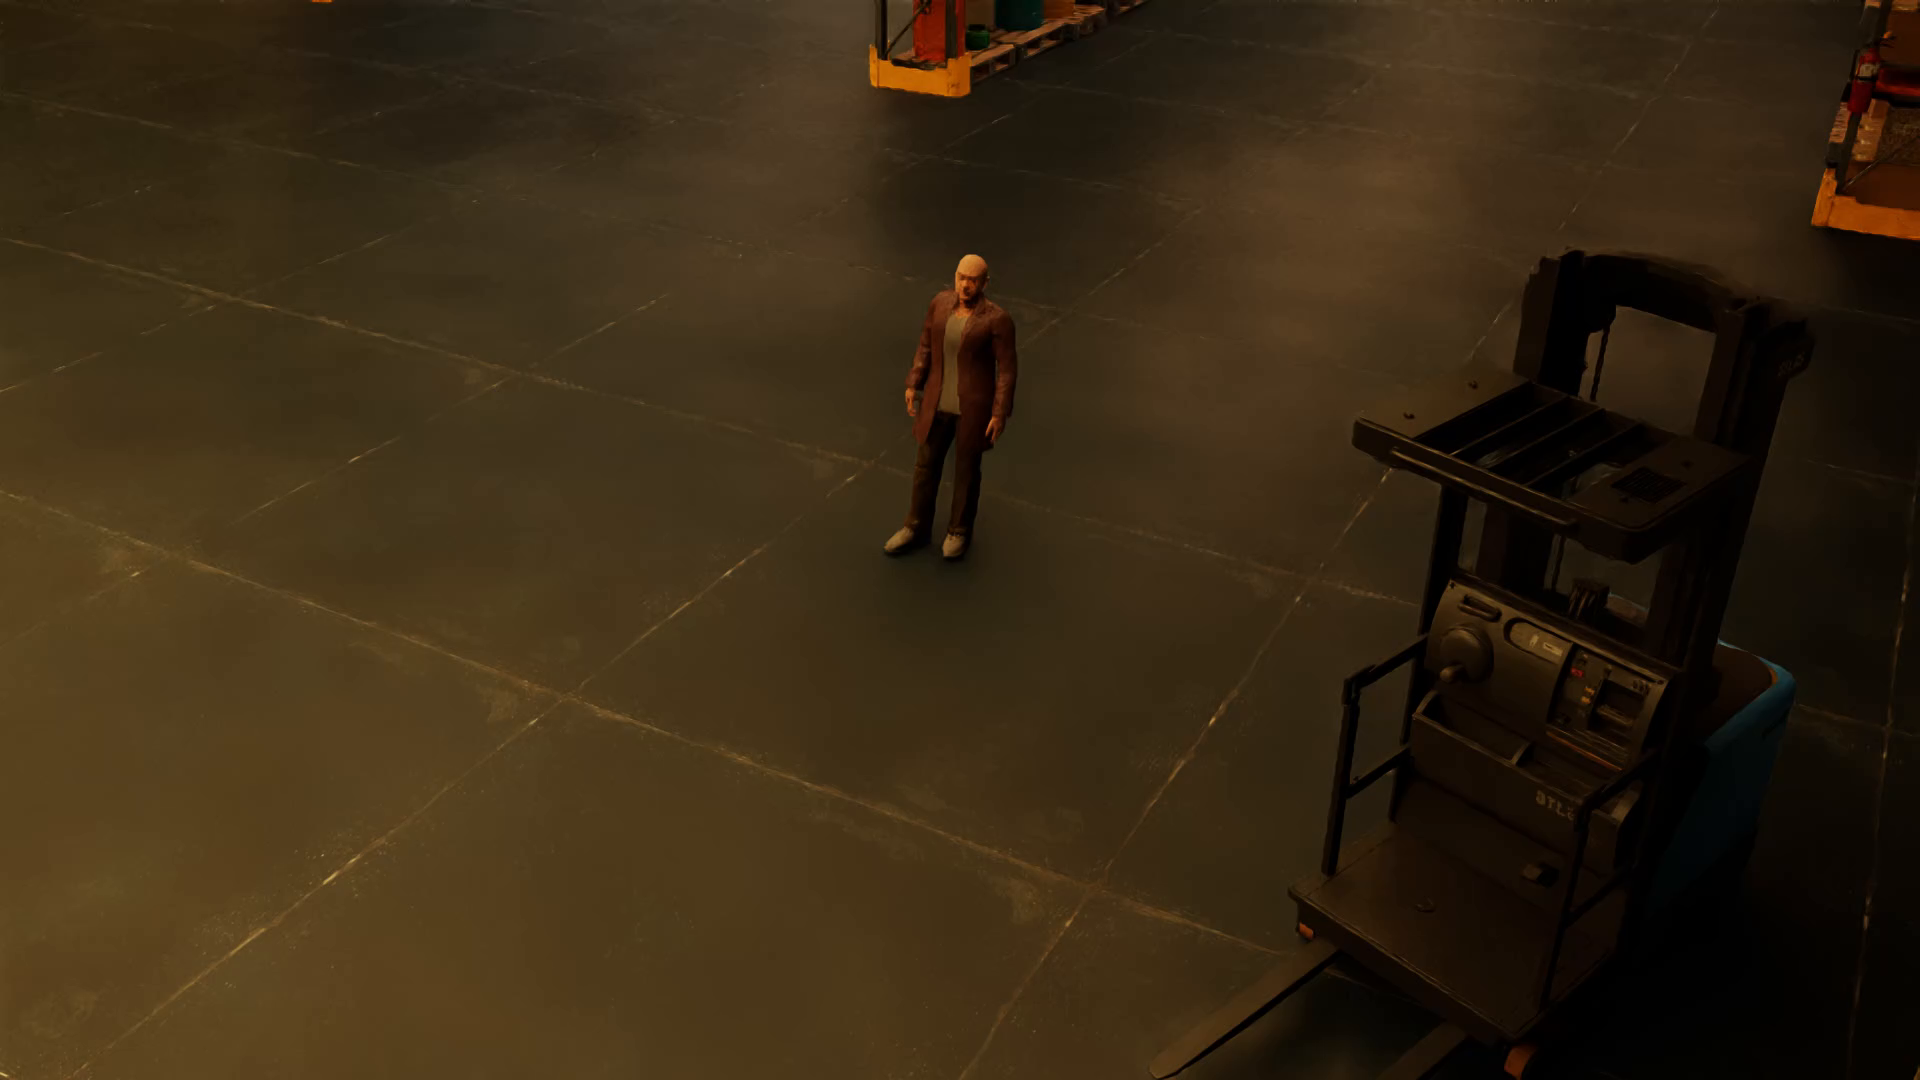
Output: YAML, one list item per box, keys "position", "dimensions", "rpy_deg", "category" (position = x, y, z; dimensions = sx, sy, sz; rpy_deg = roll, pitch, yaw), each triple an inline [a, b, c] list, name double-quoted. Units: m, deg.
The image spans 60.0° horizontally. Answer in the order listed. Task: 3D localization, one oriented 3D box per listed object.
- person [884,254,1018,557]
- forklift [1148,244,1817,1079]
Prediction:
- position: [-0.048, -0.737, 9.488]
  dimensions: [0.694, 1.776, 0.580]
  rpy_deg: [15, 33, 25]
  category: "person"
- position: [2.052, 0.515, 6.179]
  dimensions: [3.031, 2.935, 1.130]
  rpy_deg: [-24, 37, -35]
  category: "forklift"
